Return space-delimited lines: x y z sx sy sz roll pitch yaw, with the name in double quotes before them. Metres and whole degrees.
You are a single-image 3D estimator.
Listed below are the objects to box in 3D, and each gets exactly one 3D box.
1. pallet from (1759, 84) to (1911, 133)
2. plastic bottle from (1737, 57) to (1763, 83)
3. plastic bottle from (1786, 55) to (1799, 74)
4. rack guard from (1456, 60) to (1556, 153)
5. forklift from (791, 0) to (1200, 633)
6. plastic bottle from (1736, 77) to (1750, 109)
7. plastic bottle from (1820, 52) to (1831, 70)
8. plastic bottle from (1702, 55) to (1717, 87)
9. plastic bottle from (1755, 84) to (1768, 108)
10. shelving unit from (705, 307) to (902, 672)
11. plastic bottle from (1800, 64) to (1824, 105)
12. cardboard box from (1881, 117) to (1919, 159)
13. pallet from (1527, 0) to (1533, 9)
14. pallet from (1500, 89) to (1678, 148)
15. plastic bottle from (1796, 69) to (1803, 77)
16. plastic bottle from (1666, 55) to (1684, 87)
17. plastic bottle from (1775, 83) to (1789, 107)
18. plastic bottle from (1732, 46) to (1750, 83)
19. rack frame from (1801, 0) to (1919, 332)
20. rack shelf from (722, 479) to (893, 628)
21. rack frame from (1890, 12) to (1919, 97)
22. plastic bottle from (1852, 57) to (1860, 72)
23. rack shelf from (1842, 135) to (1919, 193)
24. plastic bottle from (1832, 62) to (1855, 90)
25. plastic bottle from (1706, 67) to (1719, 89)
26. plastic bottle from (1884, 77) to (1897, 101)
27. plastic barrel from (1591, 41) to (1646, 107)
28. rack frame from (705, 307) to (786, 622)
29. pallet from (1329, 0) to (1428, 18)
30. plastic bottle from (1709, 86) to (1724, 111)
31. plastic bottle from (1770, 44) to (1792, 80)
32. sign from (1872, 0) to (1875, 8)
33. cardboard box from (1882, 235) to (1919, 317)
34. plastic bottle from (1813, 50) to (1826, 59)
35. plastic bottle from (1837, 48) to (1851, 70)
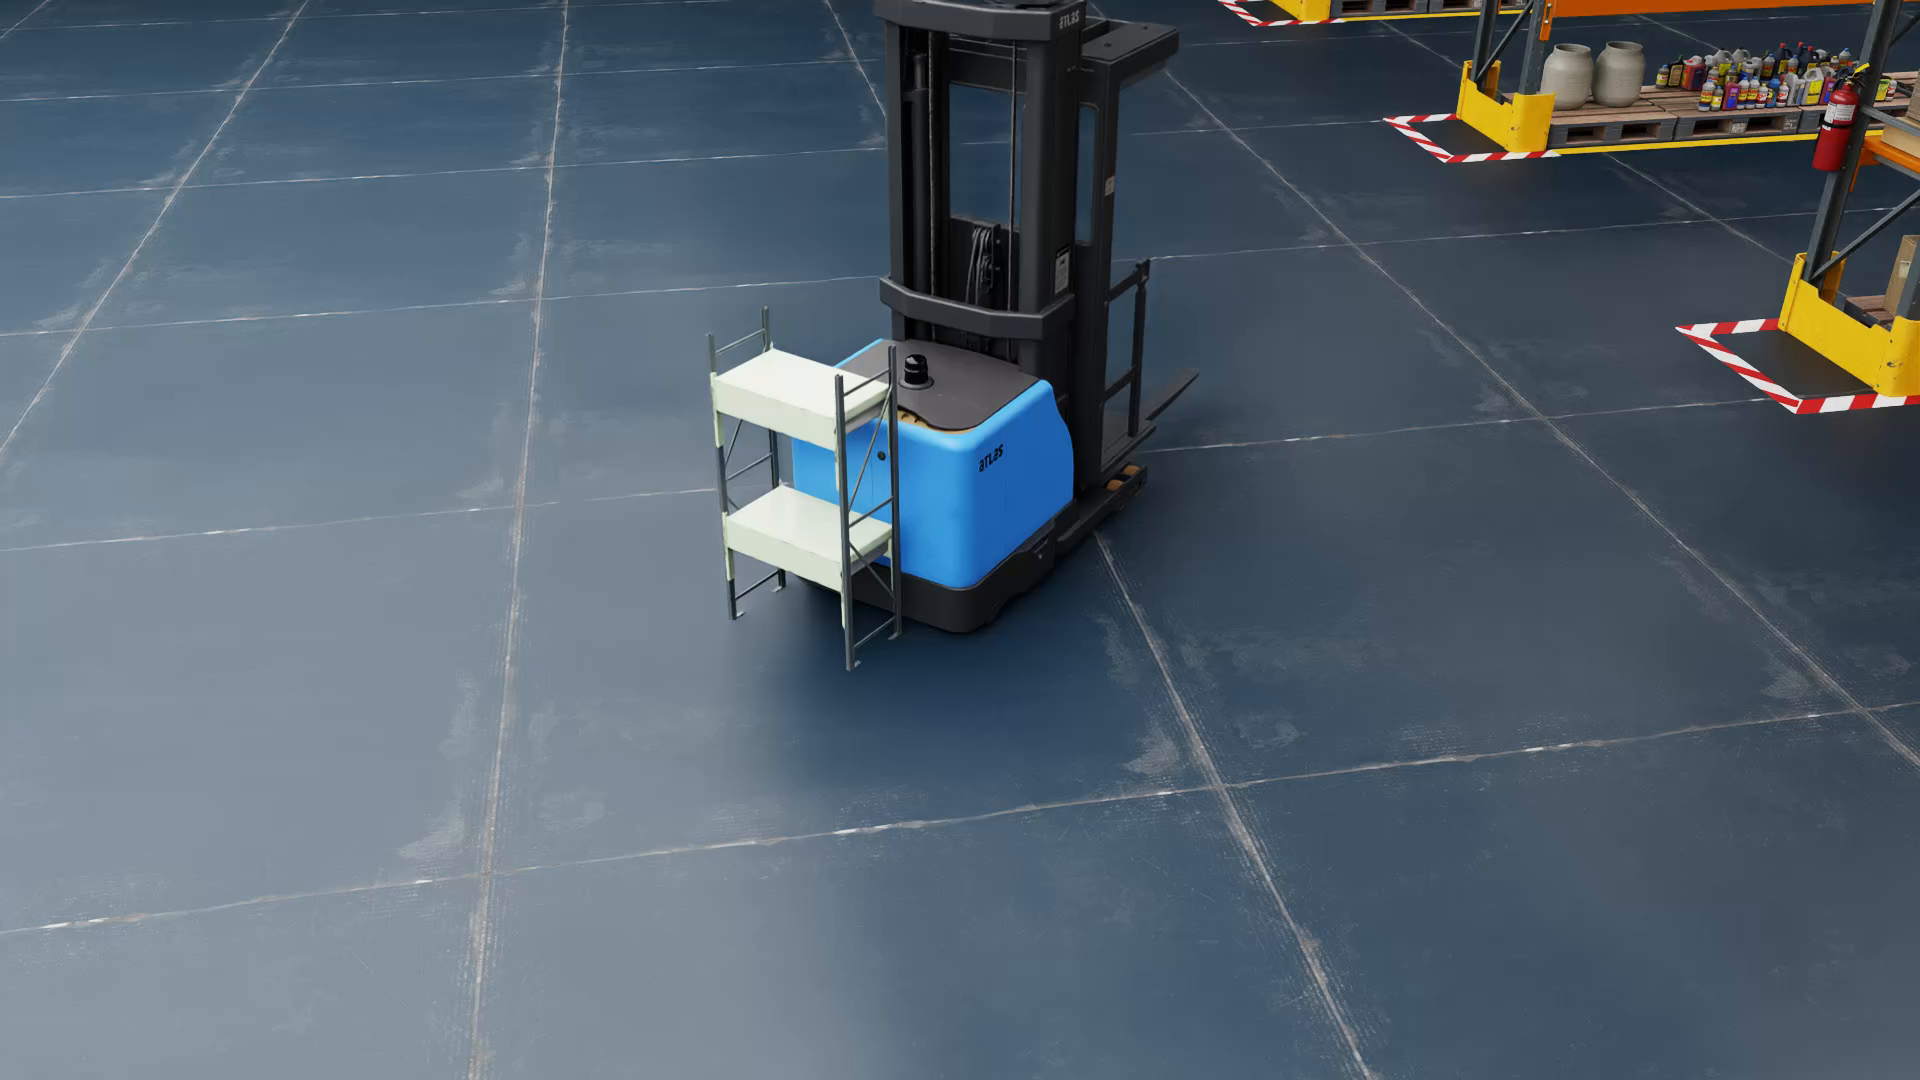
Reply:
"pallet" 8.066 -4.059 15.445 1.213 0.211 1.003 -5 31 -9
"plastic bottle" 7.313 -4.323 15.395 0.135 0.276 0.152 -5 31 -9
"plastic bottle" 7.744 -4.375 15.488 0.097 0.271 0.097 0 30 0
"rack guard" 4.866 -3.889 14.871 0.348 0.500 1.175 -5 31 -9
"forklift" 0.377 -1.536 8.471 1.130 2.935 3.031 17 35 27
"plastic bottle" 6.976 -3.991 14.836 0.097 0.271 0.097 0 30 0
"plastic bottle" 8.048 -4.414 15.542 0.133 0.283 0.061 -5 31 -9
"plastic bottle" 6.916 -4.360 15.459 0.135 0.276 0.152 -6 31 -10
"plastic bottle" 7.172 -3.979 14.885 0.097 0.201 0.097 0 30 0
"shelving unit" -0.700 -0.227 7.657 0.755 1.500 0.431 20 36 30
"plastic bottle" 7.646 -4.100 14.942 0.185 0.351 0.144 -5 31 -9
"cardboard box" 5.935 -2.488 10.269 0.250 0.149 0.380 -5 31 -9
"pallet" 7.056 -6.518 19.626 1.213 0.211 1.003 -5 31 -9
"pallet" 5.666 -3.836 15.066 1.213 0.211 1.003 -5 31 -9
"plastic bottle" 7.602 -4.119 15.042 0.133 0.283 0.061 -5 31 -9
"plastic bottle" 6.639 -4.361 15.453 0.133 0.283 0.061 -5 31 -8
"plastic bottle" 7.374 -3.998 14.917 0.097 0.201 0.097 0 30 0
"plastic bottle" 7.261 -4.426 15.498 0.185 0.351 0.144 -6 31 -9
"rack frame" 5.691 -2.467 9.986 0.127 3.000 1.000 -5 31 -9
"rack shelf" -0.700 0.054 7.822 0.720 0.370 0.431 20 36 30
"rack frame" 8.734 -5.302 14.807 0.127 3.000 1.000 -5 31 -9
"plastic bottle" 8.126 -4.219 15.145 0.185 0.351 0.144 -5 31 -9
"rack shelf" 7.659 -2.339 10.479 4.000 0.370 1.077 -5 31 -9
"plastic bottle" 7.964 -4.129 14.993 0.185 0.351 0.144 -7 31 -11
"plastic bottle" 6.957 -4.267 15.375 0.097 0.201 0.097 0 30 0
"plastic bottle" 8.433 -4.096 15.084 0.097 0.201 0.097 0 30 0
"plastic barrel" 5.926 -4.189 14.955 0.421 0.512 0.421 0 30 0
"rack frame" -0.998 -0.335 7.840 0.023 1.500 0.400 20 36 30
"pallet" 4.655 -6.295 19.247 1.213 0.211 1.003 -5 31 -9
"plastic bottle" 6.741 -3.939 14.817 0.097 0.201 0.097 0 30 0
"plastic bottle" 7.679 -4.465 15.564 0.185 0.351 0.144 -7 31 -11
"sign" 5.611 -3.381 10.086 0.005 0.325 0.100 -5 31 -9
"cardboard box" 6.309 -1.619 10.596 0.500 0.500 0.500 0 30 0
"plastic bottle" 8.028 -4.463 15.634 0.135 0.276 0.152 -4 31 -7
"plastic bottle" 8.341 -4.505 15.709 0.097 0.271 0.097 0 30 0
